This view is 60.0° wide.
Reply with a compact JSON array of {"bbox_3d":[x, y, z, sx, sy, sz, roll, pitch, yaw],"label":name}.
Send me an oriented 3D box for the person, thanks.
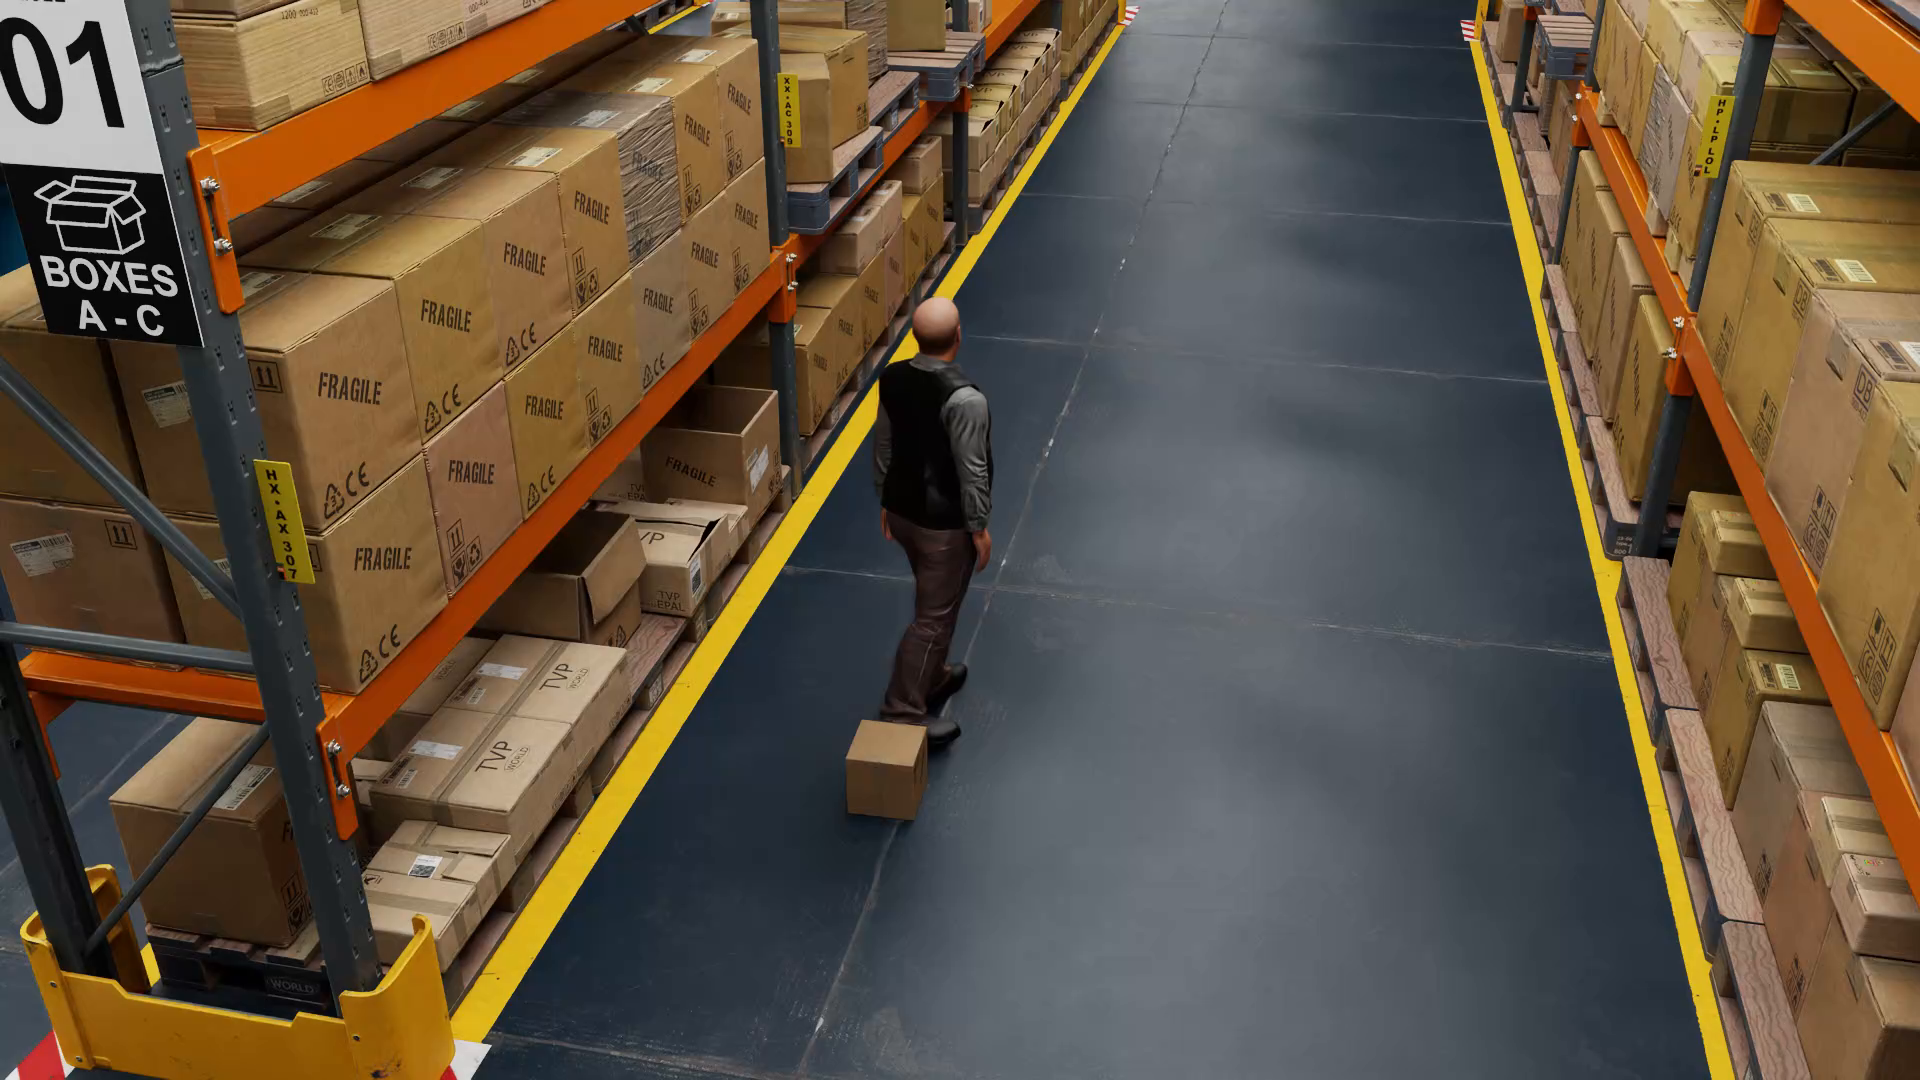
[{"bbox_3d":[-0.129,-0.069,6.282,0.563,1.711,0.563,-22,36,-35],"label":"person"}]
